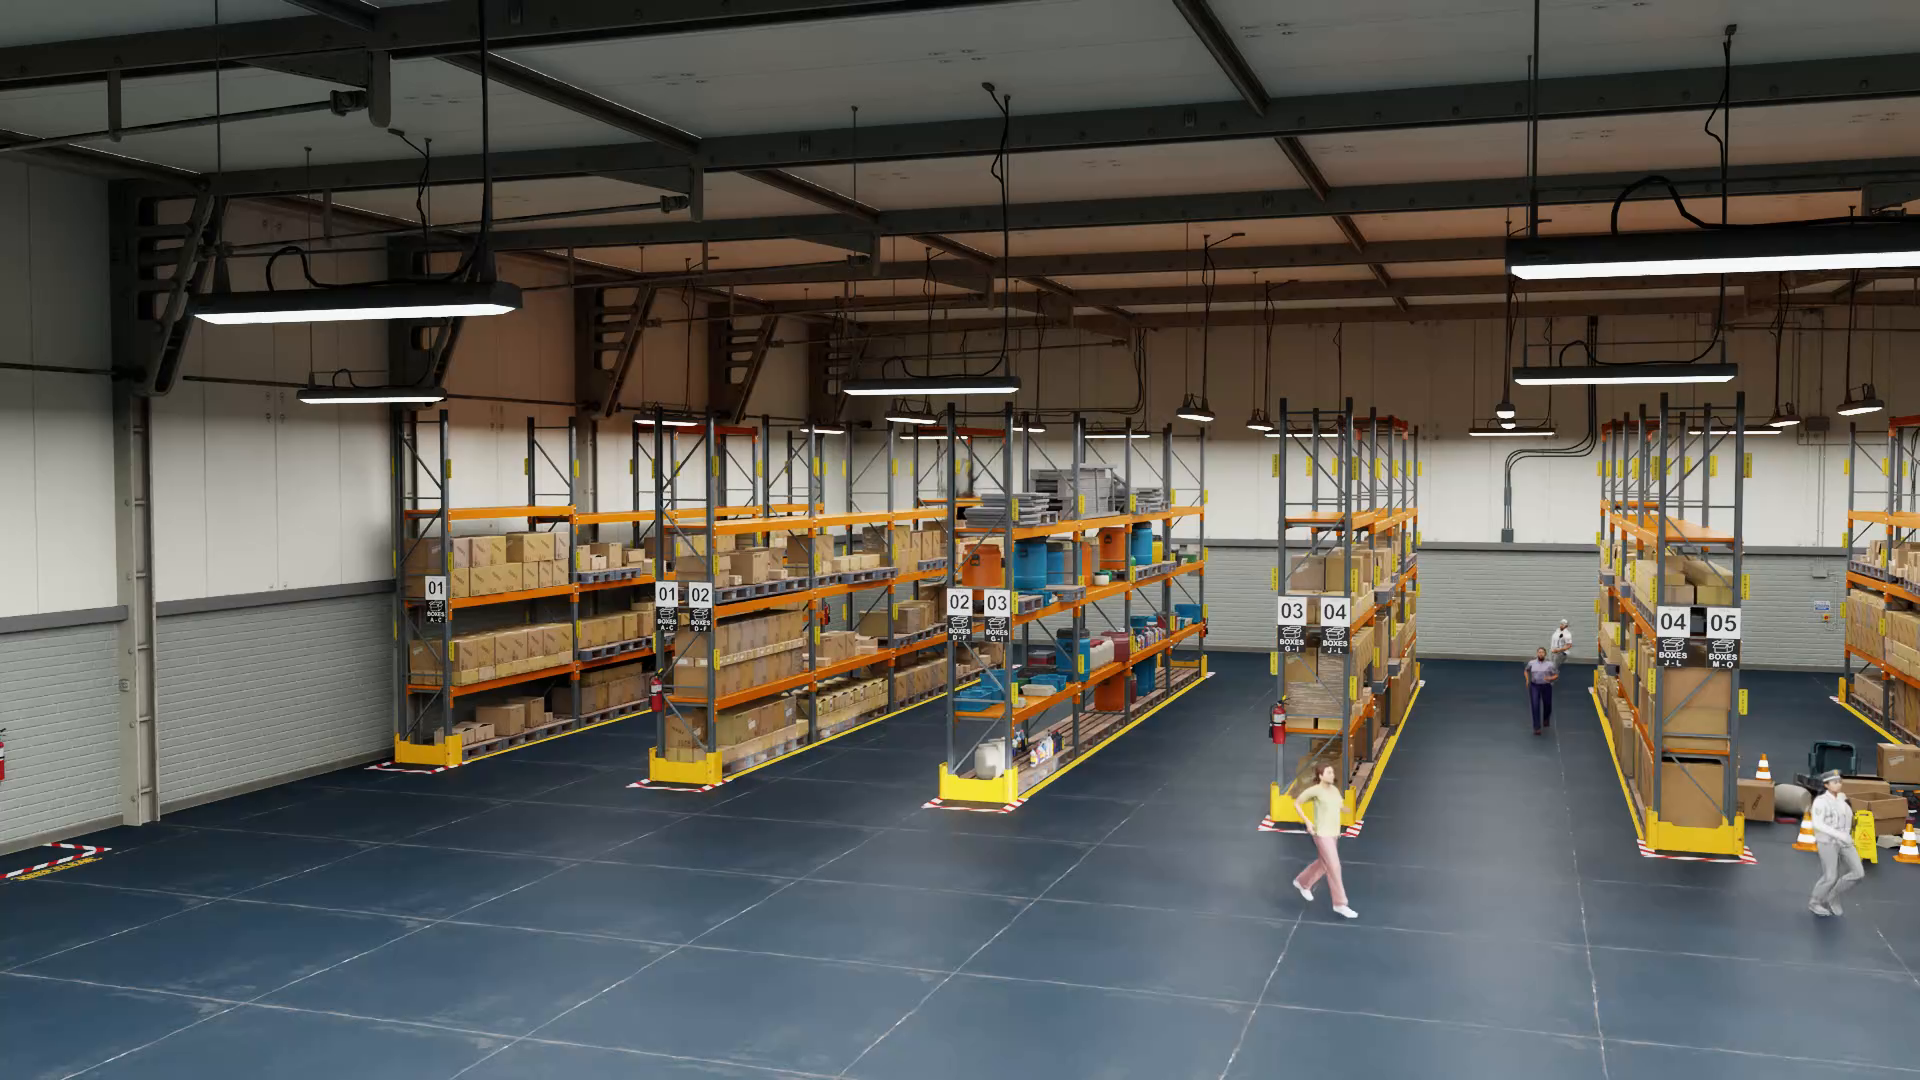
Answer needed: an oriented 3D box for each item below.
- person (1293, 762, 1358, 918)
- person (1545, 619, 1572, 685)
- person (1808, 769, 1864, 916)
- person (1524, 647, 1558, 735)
[{"bbox_3d":[4.121,3.334,18.754,0.570,1.664,0.960,-2,3,-40],"label":"person"},{"bbox_3d":[13.750,2.578,38.291,0.514,1.562,0.822,-1,3,-23],"label":"person"},{"bbox_3d":[9.745,3.367,18.499,0.617,1.657,0.591,-1,3,-20],"label":"person"},{"bbox_3d":[10.986,2.838,31.464,0.619,1.618,0.820,1,3,19],"label":"person"}]
